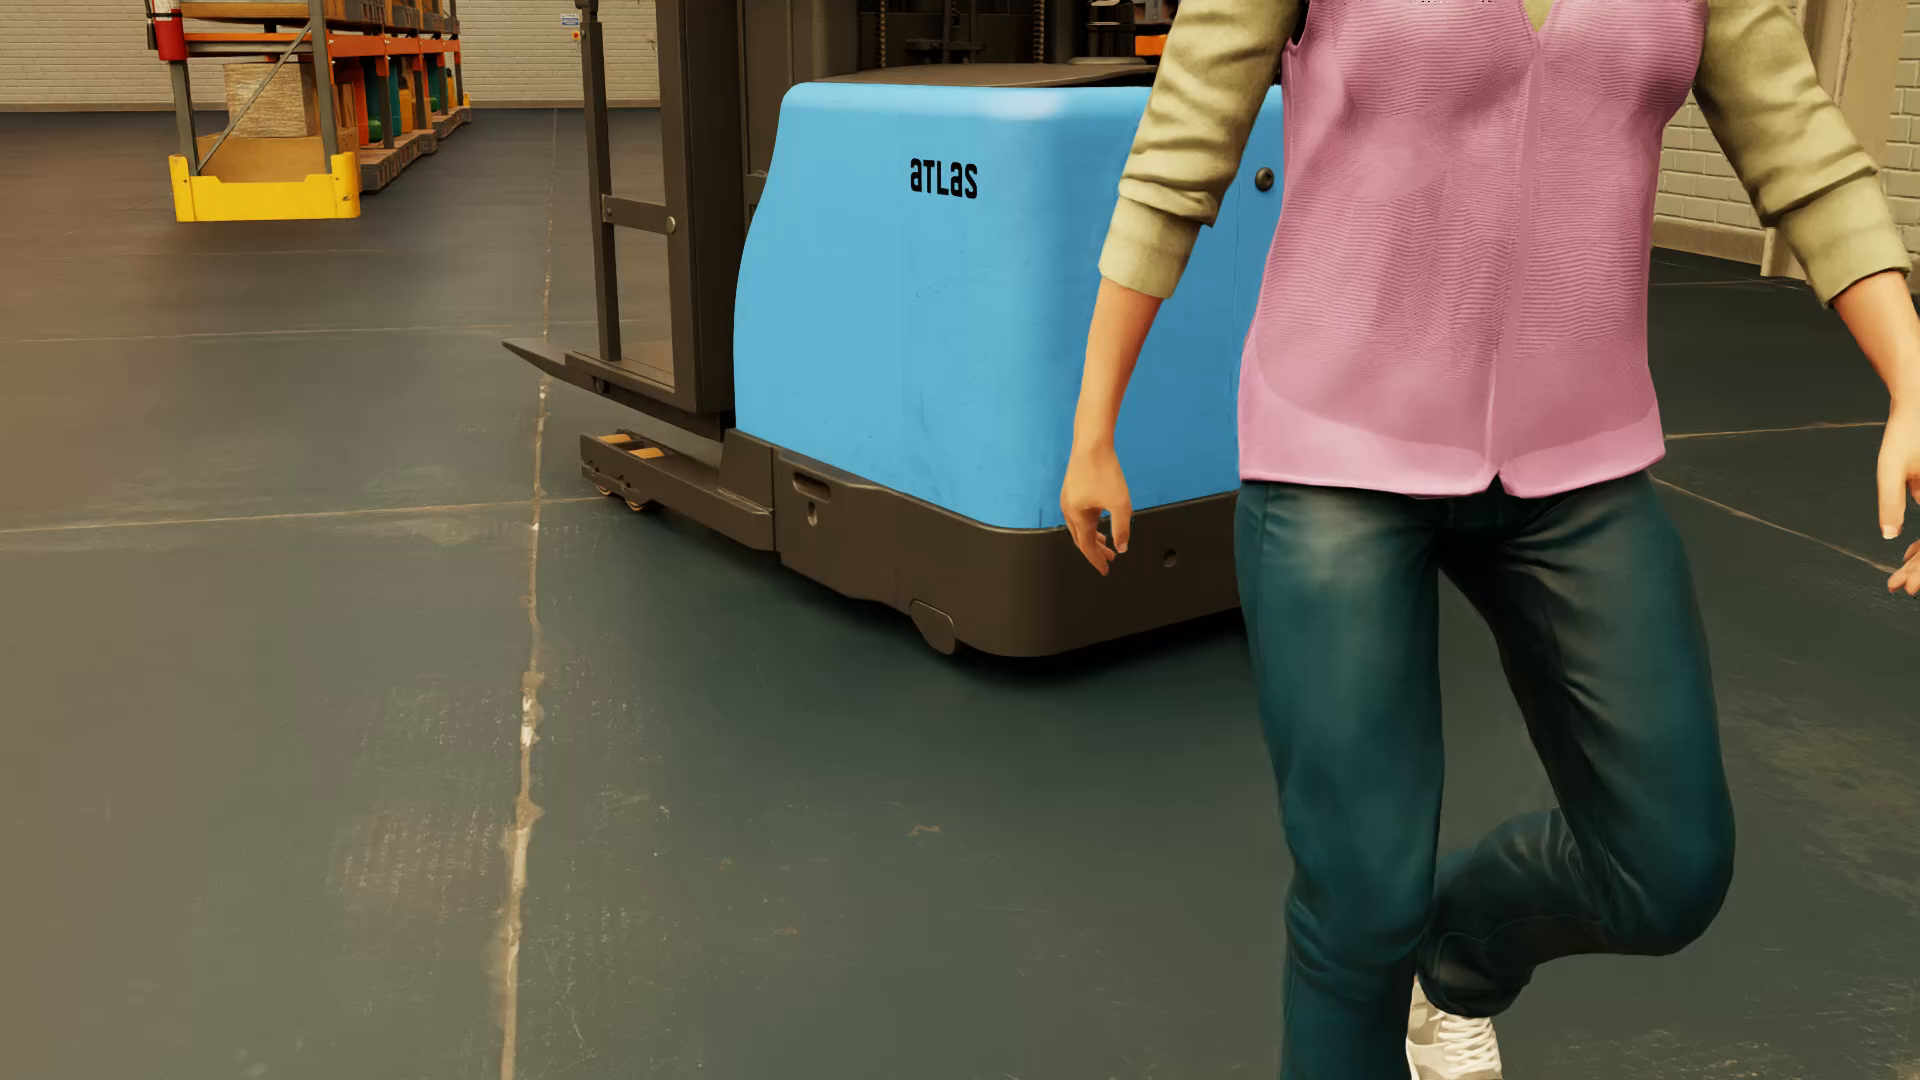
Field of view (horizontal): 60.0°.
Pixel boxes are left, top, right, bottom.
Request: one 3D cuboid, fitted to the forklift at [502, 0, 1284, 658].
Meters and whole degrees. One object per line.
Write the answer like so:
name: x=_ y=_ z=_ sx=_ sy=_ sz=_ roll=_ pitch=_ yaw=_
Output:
forklift: x=-0.350 y=-1.547 z=4.075 sx=1.130 sy=2.935 sz=3.031 roll=-11 pitch=20 yaw=-34
